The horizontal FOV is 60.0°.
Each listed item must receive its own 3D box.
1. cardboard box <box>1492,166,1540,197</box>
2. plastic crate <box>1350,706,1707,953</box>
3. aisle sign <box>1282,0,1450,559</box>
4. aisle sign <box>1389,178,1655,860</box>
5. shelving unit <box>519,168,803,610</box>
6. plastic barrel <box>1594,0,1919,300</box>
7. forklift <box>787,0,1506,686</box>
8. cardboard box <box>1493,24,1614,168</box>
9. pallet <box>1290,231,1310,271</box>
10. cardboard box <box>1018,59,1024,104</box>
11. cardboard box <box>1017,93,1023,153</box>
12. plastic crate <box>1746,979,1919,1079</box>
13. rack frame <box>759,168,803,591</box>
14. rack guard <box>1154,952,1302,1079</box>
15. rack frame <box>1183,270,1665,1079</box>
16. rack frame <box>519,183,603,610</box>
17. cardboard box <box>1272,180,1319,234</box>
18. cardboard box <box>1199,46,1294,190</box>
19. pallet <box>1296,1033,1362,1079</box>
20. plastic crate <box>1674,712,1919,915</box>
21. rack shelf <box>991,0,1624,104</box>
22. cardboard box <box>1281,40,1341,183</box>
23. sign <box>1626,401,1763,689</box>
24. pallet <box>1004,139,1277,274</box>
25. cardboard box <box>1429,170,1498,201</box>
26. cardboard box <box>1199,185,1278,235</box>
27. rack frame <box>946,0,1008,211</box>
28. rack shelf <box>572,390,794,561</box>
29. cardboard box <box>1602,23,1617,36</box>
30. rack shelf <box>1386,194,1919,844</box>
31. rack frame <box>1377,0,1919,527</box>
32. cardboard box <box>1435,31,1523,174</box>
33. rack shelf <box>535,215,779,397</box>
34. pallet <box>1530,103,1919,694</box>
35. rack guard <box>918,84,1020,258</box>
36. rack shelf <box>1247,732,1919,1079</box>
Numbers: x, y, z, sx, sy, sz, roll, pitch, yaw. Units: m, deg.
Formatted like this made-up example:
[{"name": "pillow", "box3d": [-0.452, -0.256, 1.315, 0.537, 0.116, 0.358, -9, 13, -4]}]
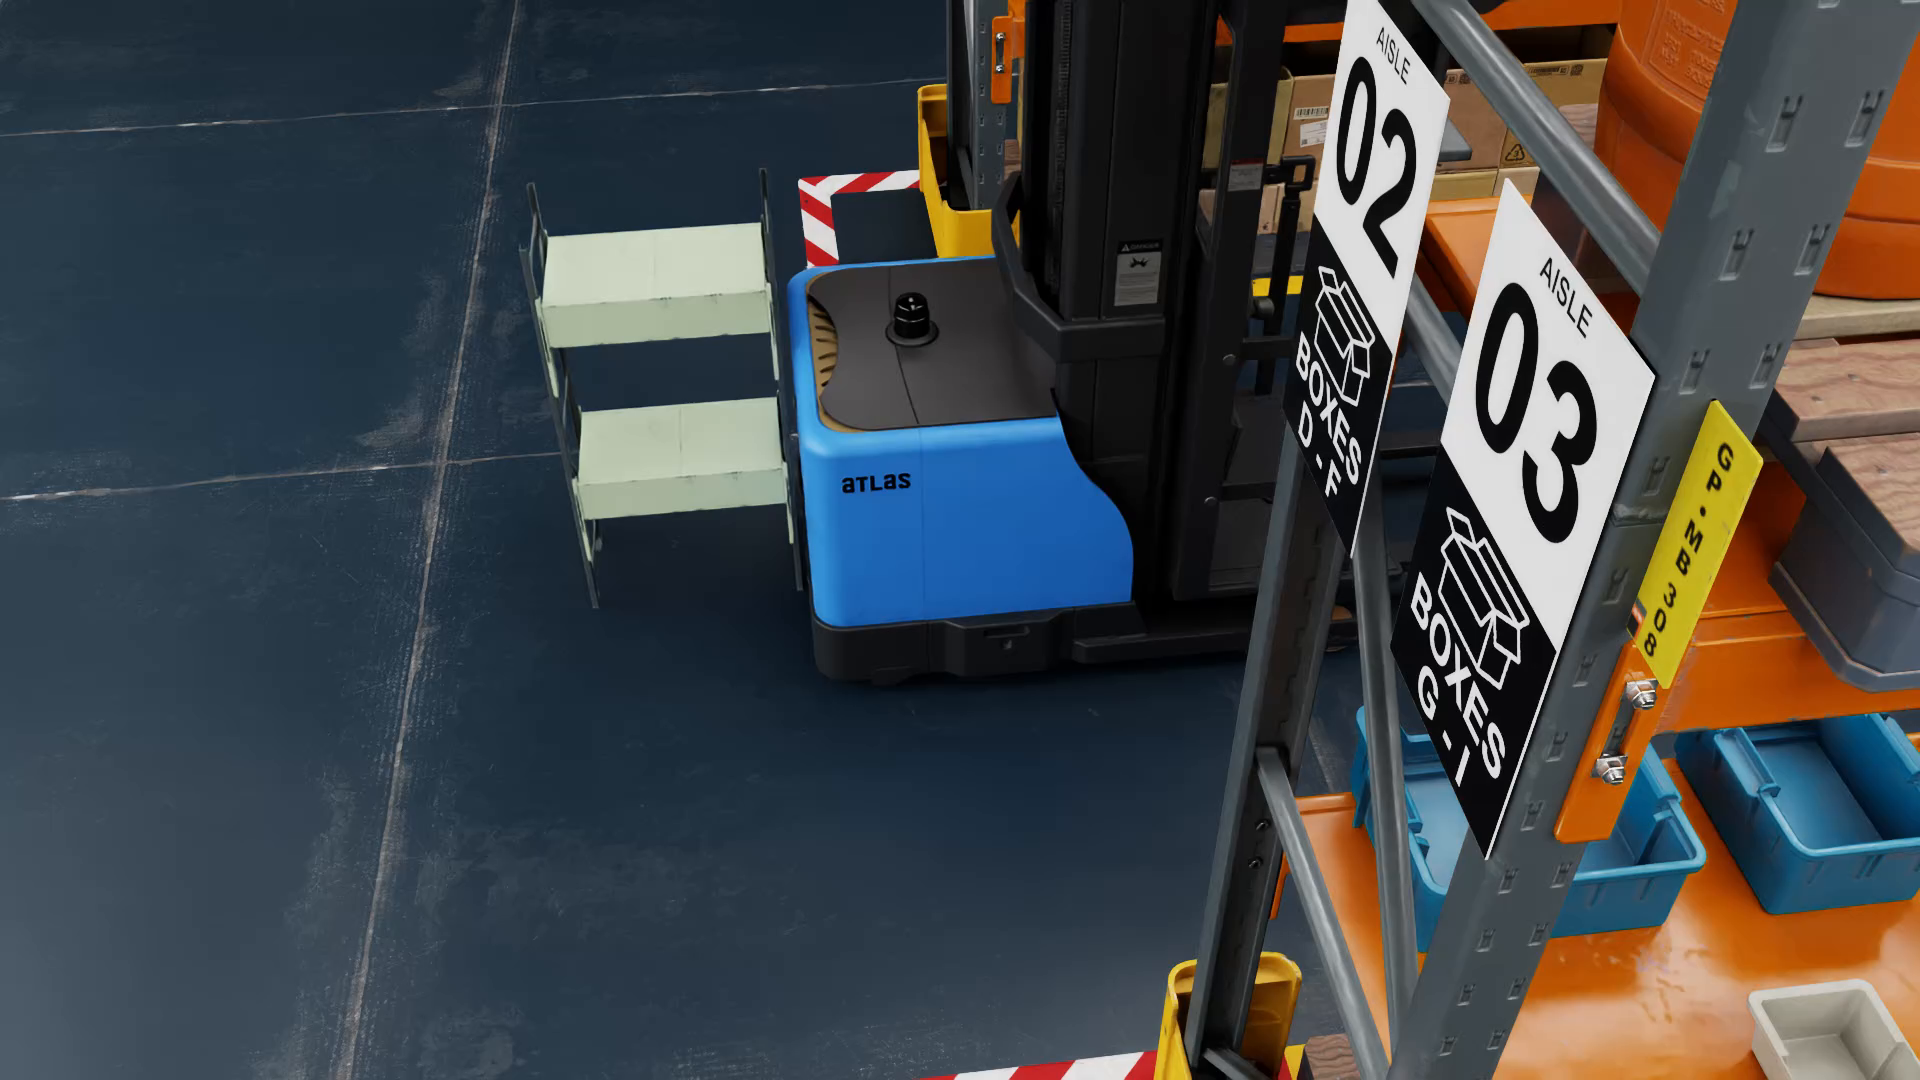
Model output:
[{"name": "cardboard box", "box3d": [2.606, -1.734, 7.672, 0.500, 0.250, 0.500, -5, 42, -6]}, {"name": "plastic crate", "box3d": [1.159, 0.576, 3.483, 0.616, 0.251, 0.499, -5, 42, -6]}, {"name": "aisle sign", "box3d": [0.591, -0.394, 2.506, 0.004, 0.787, 0.394, -5, 42, -6]}, {"name": "aisle sign", "box3d": [0.668, -0.002, 2.071, 0.004, 0.787, 0.394, -5, 42, -6]}, {"name": "shelving unit", "box3d": [-0.970, -0.472, 5.654, 0.755, 1.500, 0.431, -5, 42, -6]}, {"name": "plastic barrel", "box3d": [1.167, -0.793, 2.016, 0.708, 0.830, 0.600, -5, 42, -6]}, {"name": "forklift", "box3d": [0.953, -1.030, 5.204, 3.031, 2.935, 1.130, -5, 42, -6]}, {"name": "cardboard box", "box3d": [2.605, -2.021, 7.430, 0.500, 0.500, 0.500, -5, 42, -6]}, {"name": "pallet", "box3d": [2.023, -1.690, 7.966, 1.213, 0.211, 1.003, -5, 42, -6]}, {"name": "cardboard box", "box3d": [0.556, -2.185, 7.612, 0.500, 0.500, 0.500, -5, 42, -6]}, {"name": "cardboard box", "box3d": [0.556, -1.905, 7.862, 0.500, 0.250, 0.500, -5, 42, -6]}, {"name": "plastic crate", "box3d": [1.630, 0.997, 3.102, 0.250, 0.136, 0.298, -5, 42, -6]}, {"name": "rack frame", "box3d": [-0.607, -0.504, 5.689, 0.023, 1.500, 0.400, -5, 42, -6]}, {"name": "rack guard", "box3d": [0.770, 1.653, 4.044, 0.348, 0.500, 1.175, -5, 42, -6]}, {"name": "rack frame", "box3d": [0.701, 0.763, 3.165, 0.127, 3.000, 1.000, -5, 42, -6]}, {"name": "rack frame", "box3d": [-1.333, -0.441, 5.619, 0.023, 1.500, 0.400, -5, 42, -6]}, {"name": "cardboard box", "box3d": [1.614, -1.650, 7.579, 0.500, 0.250, 0.500, -5, 42, -6]}, {"name": "cardboard box", "box3d": [1.119, -1.884, 7.279, 0.500, 0.500, 0.500, -5, 42, -6]}, {"name": "pallet", "box3d": [1.577, 1.693, 4.215, 1.213, 0.211, 1.003, -5, 42, -6]}, {"name": "plastic crate", "box3d": [1.803, 0.523, 3.541, 0.408, 0.251, 0.499, -5, 42, -6]}, {"name": "rack shelf", "box3d": [2.046, -2.434, 7.246, 4.000, 0.370, 1.077, -5, 42, -6]}, {"name": "cardboard box", "box3d": [1.613, -1.936, 7.336, 0.500, 0.500, 0.500, -5, 42, -6]}, {"name": "sign", "box3d": [0.768, 0.011, 1.752, 0.005, 0.325, 0.100, -5, 42, -6]}, {"name": "pallet", "box3d": [0.815, -1.586, 7.851, 1.213, 0.211, 1.003, -5, 42, -6]}, {"name": "cardboard box", "box3d": [2.111, -1.690, 7.624, 0.500, 0.250, 0.500, -5, 42, -6]}, {"name": "cardboard box", "box3d": [1.119, -1.607, 7.531, 0.500, 0.250, 0.500, -5, 42, -6]}, {"name": "rack frame", "box3d": [0.063, -2.527, 6.812, 0.127, 3.000, 1.000, -5, 42, -6]}, {"name": "rack shelf", "box3d": [-0.970, -0.230, 5.872, 0.720, 0.370, 0.431, -5, 42, -6]}, {"name": "cardboard box", "box3d": [3.100, -2.067, 7.481, 0.500, 0.500, 0.500, -5, 42, -6]}, {"name": "rack shelf", "box3d": [2.684, -0.258, 2.594, 4.000, 0.370, 1.077, -5, 42, -6]}, {"name": "rack frame", "box3d": [0.701, -1.465, 1.155, 0.127, 3.000, 1.000, -5, 42, -6]}, {"name": "cardboard box", "box3d": [2.111, -1.968, 7.372, 0.500, 0.500, 0.500, -5, 42, -6]}, {"name": "rack shelf", "box3d": [-0.970, -0.762, 5.392, 0.720, 0.370, 0.431, -5, 42, -6]}, {"name": "pallet", "box3d": [1.534, -0.288, 2.231, 1.213, 0.211, 1.003, -5, 42, -6]}, {"name": "rack guard", "box3d": [0.039, -1.597, 7.647, 0.348, 0.500, 1.175, -5, 42, -6]}, {"name": "rack shelf", "box3d": [2.684, 0.856, 3.598, 4.000, 0.370, 1.077, -5, 42, -6]}]
